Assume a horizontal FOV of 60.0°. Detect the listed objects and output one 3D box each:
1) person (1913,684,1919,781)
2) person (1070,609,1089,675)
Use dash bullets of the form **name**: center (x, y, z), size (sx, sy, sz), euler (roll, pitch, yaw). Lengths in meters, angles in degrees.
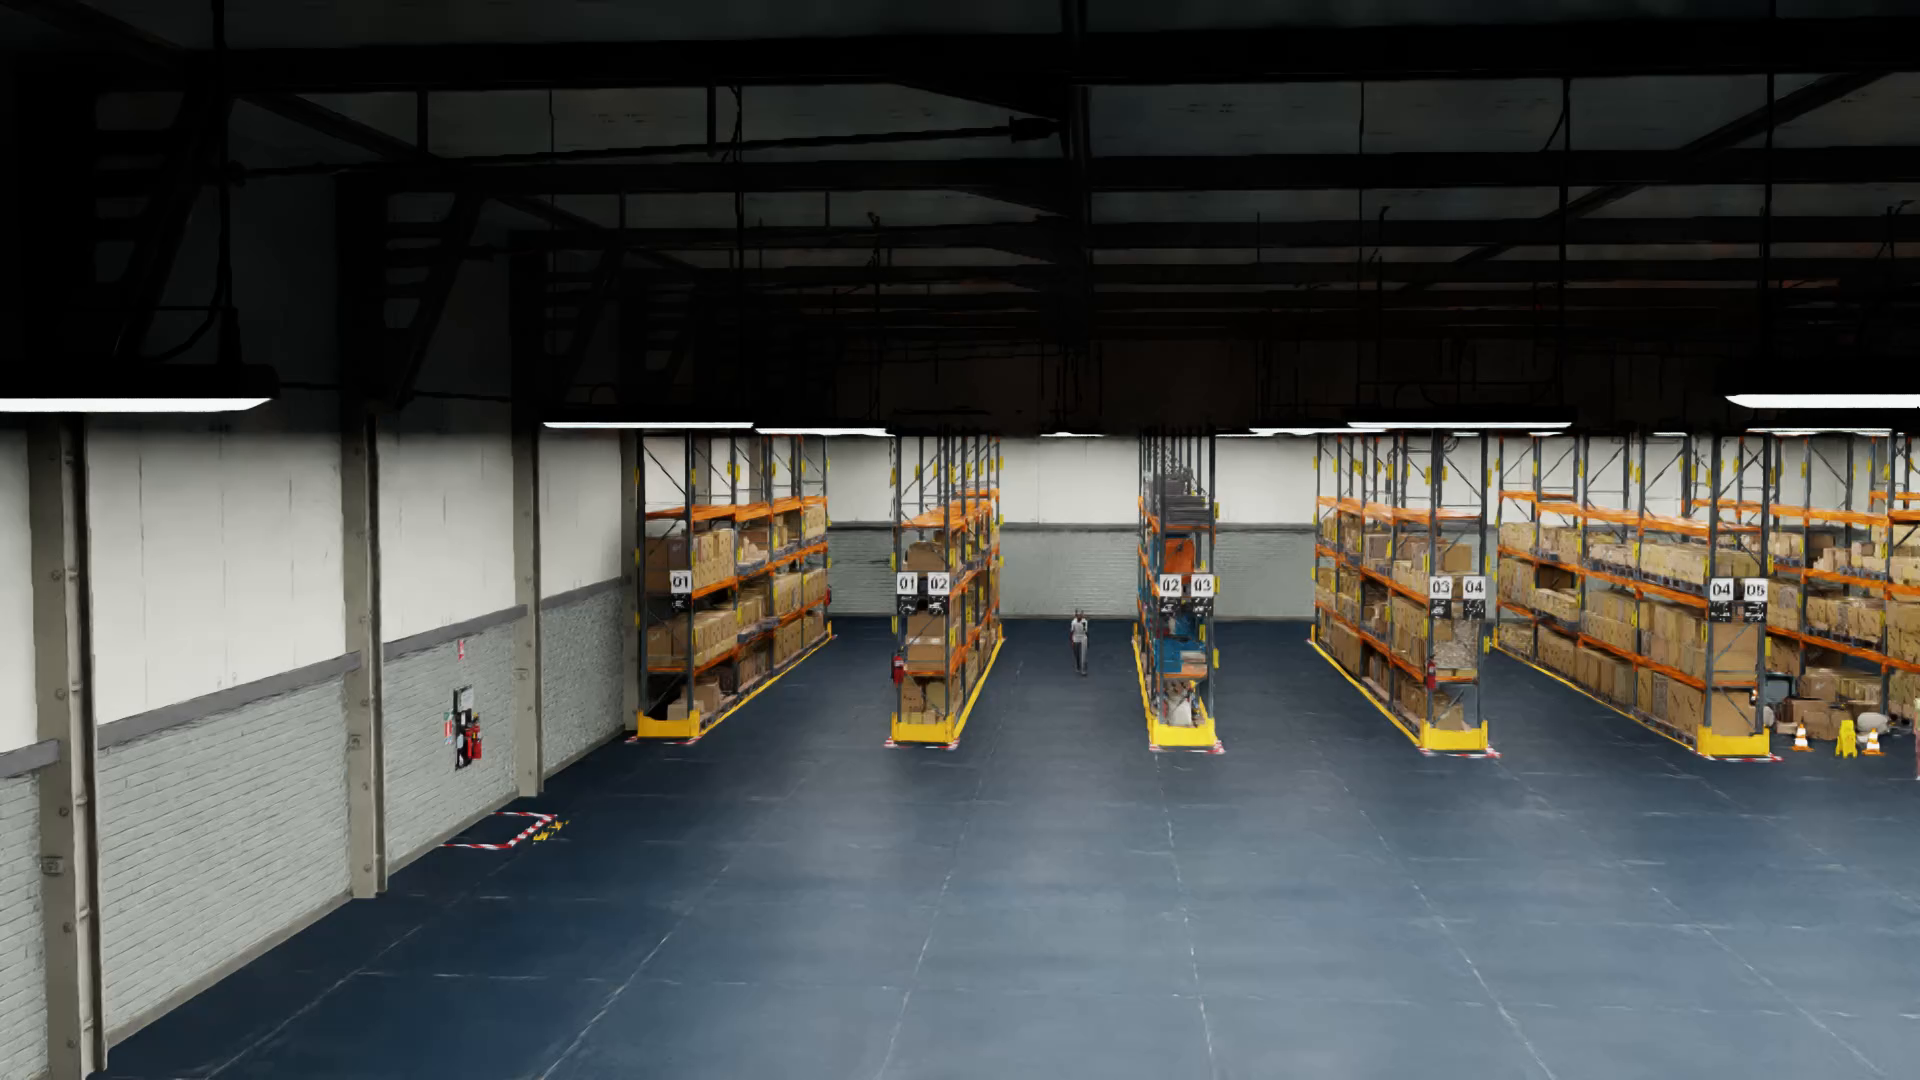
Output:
- **person**: center (16.275, 3.198, 27.930), size (0.494, 1.659, 0.570), euler (3, 5, 42)
- **person**: center (2.905, 2.448, 40.473), size (0.456, 1.589, 1.088), euler (0, 4, 7)
